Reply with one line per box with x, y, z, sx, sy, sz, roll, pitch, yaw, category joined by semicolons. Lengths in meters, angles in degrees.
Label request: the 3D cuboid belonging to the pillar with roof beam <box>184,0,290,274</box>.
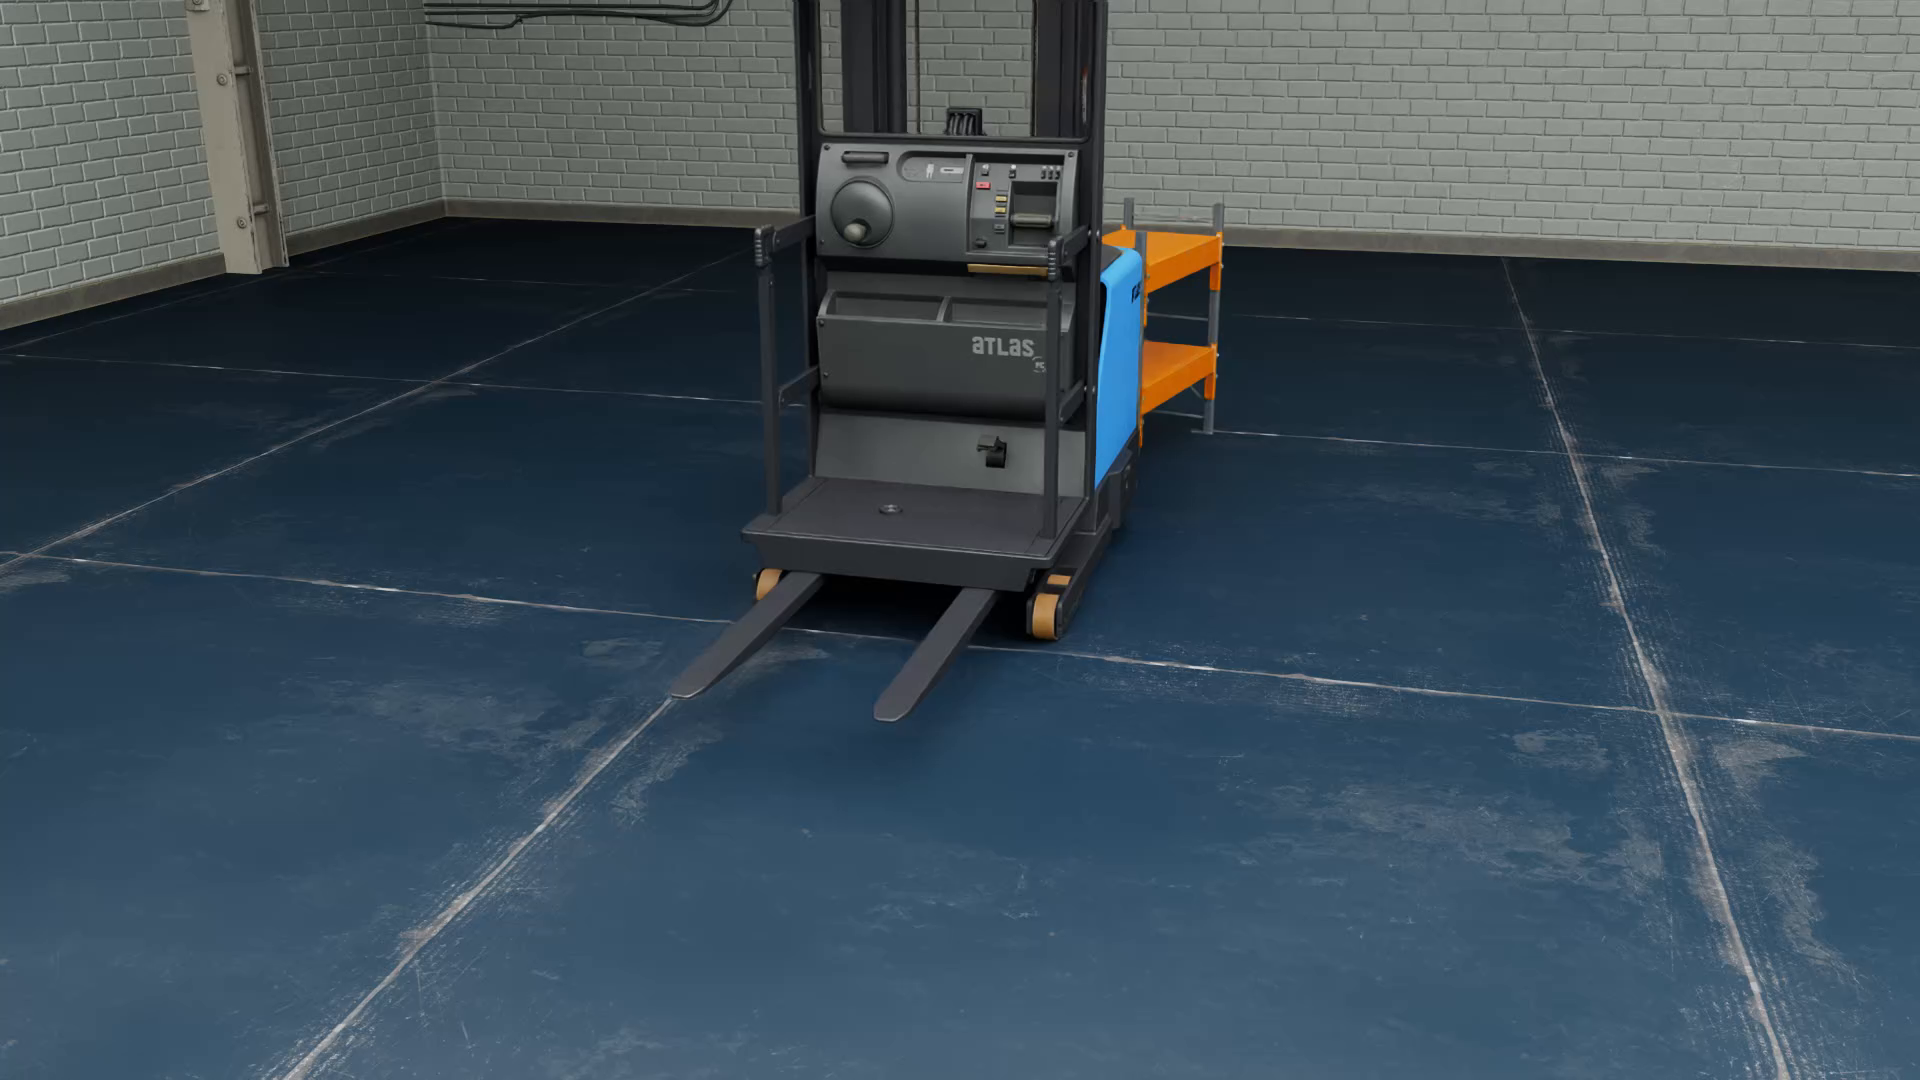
-1.234;-6.002;10.339;9.100;9.000;0.400;5;19;13;pillar with roof beam

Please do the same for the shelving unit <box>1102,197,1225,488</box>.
0.794;-0.950;7.729;0.538;1.125;1.048;9;21;26;shelving unit

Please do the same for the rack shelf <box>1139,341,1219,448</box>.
0.794;-0.719;7.808;0.538;0.278;1.000;9;21;26;rack shelf

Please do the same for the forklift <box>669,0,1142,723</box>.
-0.106;-1.180;5.609;1.130;2.935;3.031;5;19;14;forklift

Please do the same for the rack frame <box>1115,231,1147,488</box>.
0.562;-0.804;7.301;0.500;1.125;0.032;9;21;26;rack frame

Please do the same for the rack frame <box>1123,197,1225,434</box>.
1.025;-1.096;8.157;0.500;1.125;0.032;9;21;26;rack frame

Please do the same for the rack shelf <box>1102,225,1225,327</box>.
0.794;-1.227;7.635;0.538;0.278;1.000;9;21;26;rack shelf

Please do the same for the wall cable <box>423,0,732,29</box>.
-3.407;-5.692;14.234;3.097;2.526;0.112;5;19;13;wall cable
